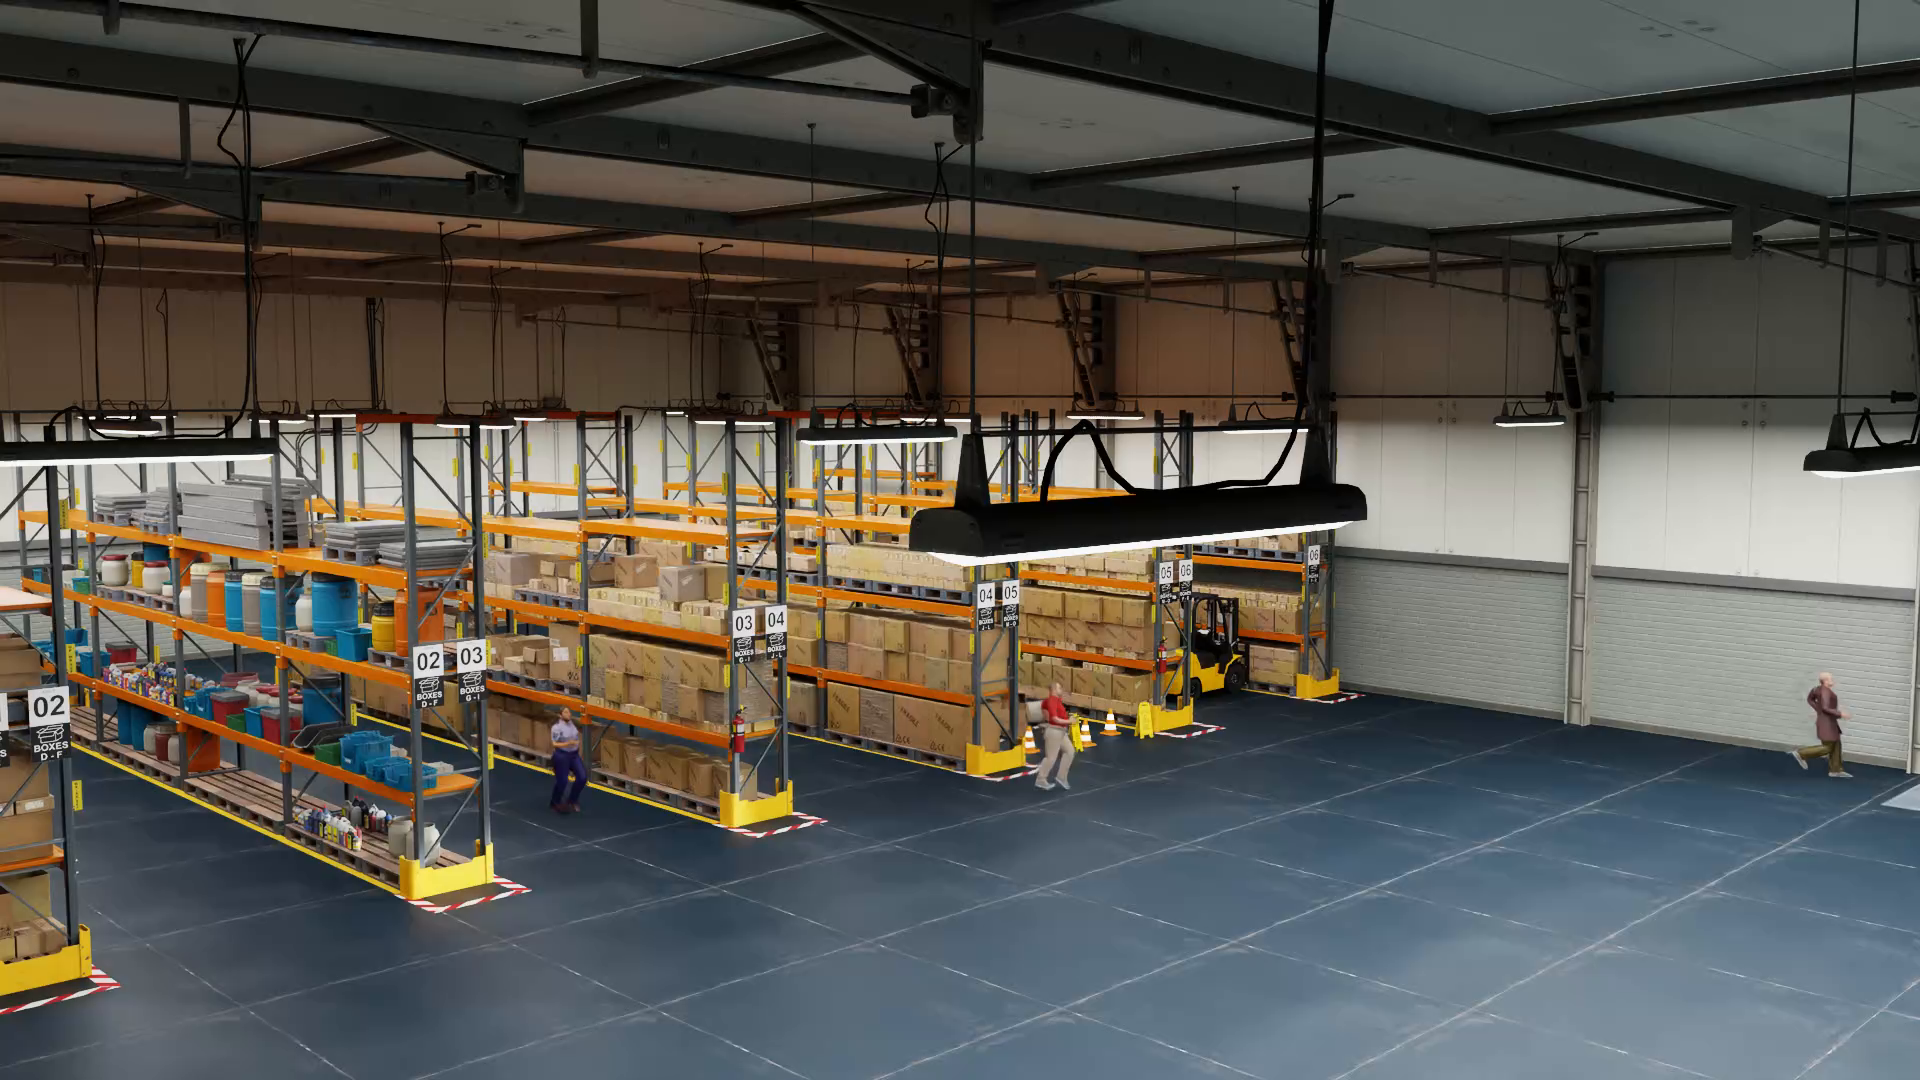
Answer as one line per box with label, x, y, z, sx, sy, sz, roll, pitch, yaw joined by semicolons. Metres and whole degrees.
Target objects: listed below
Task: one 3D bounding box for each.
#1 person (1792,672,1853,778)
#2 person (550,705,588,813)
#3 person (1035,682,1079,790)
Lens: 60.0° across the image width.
person;14.316;3.062;27.554;0.945;1.762;0.709;2;5;19
person;-5.939;3.337;25.191;0.661;1.676;0.586;3;6;33
person;1.564;3.161;26.696;0.692;1.779;0.677;1;5;10
